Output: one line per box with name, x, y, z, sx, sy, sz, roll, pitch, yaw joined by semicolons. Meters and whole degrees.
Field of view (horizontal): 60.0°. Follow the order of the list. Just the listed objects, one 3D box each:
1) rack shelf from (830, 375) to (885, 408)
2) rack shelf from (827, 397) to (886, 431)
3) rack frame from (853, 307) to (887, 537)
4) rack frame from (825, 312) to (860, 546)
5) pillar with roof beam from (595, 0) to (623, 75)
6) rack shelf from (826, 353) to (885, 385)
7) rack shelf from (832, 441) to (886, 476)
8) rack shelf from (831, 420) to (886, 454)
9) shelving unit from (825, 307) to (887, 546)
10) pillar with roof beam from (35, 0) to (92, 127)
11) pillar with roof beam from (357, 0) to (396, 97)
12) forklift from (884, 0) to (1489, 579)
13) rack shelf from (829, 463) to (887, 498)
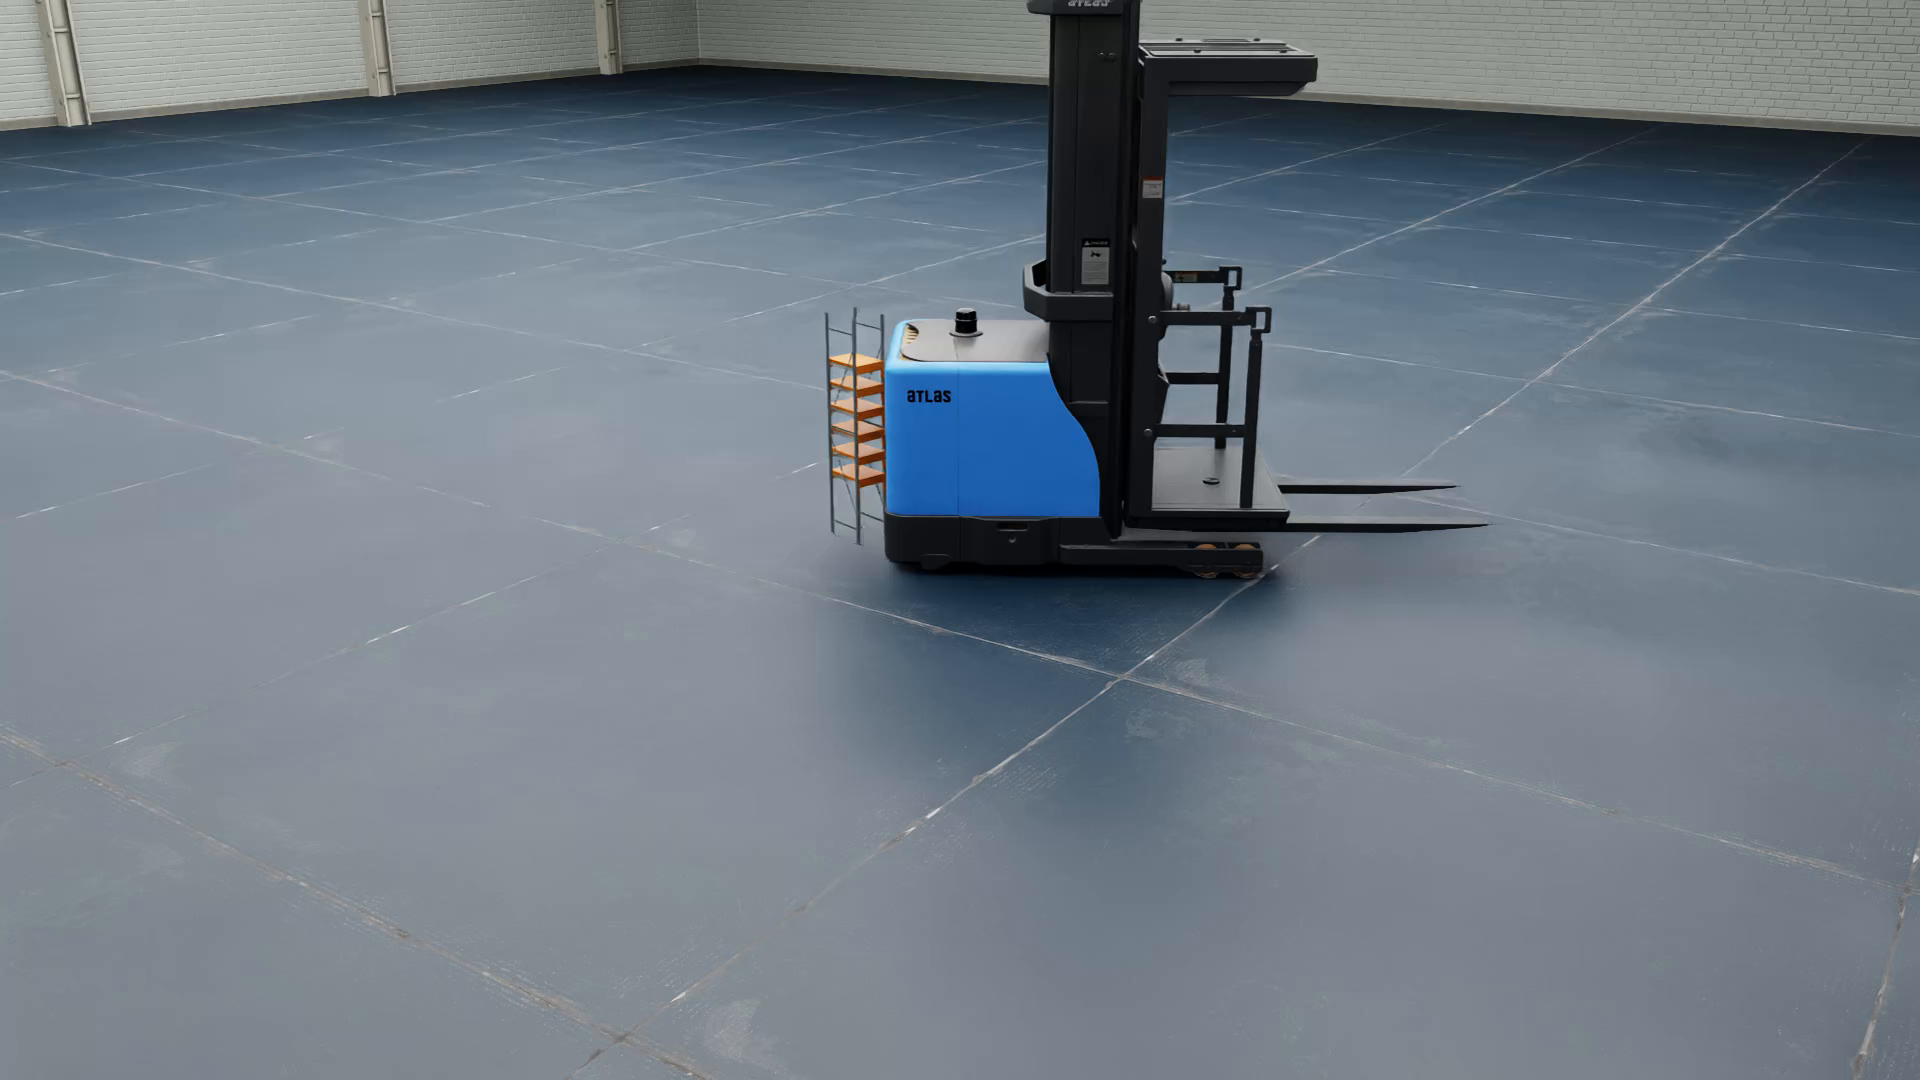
rack shelf;-0.535;-0.768;8.549;0.180;0.103;0.258;-17;26;-39
rack shelf;-0.535;-0.656;8.590;0.180;0.103;0.258;-17;26;-39
rack frame;-0.467;-0.606;8.674;0.006;1.200;0.240;-17;26;-39
rack frame;-0.603;-0.564;8.560;0.006;1.200;0.240;-17;26;-39
pillar with roof beam;-4.047;-13.556;32.441;9.100;9.000;0.400;13;24;32
rack shelf;-0.535;-0.881;8.507;0.180;0.103;0.258;-17;26;-39
rack shelf;-0.535;-0.431;8.674;0.180;0.103;0.258;-17;26;-39
rack shelf;-0.535;-0.543;8.632;0.180;0.103;0.258;-17;26;-39
shelving unit;-0.535;-0.585;8.617;0.189;1.200;0.258;-17;26;-39
pillar with roof beam;-10.792;-10.113;23.133;9.100;9.000;0.400;13;24;32
pillar with roof beam;-7.420;-11.834;27.787;9.100;9.000;0.400;13;24;32
forklift;1.147;-1.371;8.246;3.031;2.935;1.130;0;20;1
rack shelf;-0.535;-0.318;8.715;0.180;0.103;0.258;-17;26;-39
